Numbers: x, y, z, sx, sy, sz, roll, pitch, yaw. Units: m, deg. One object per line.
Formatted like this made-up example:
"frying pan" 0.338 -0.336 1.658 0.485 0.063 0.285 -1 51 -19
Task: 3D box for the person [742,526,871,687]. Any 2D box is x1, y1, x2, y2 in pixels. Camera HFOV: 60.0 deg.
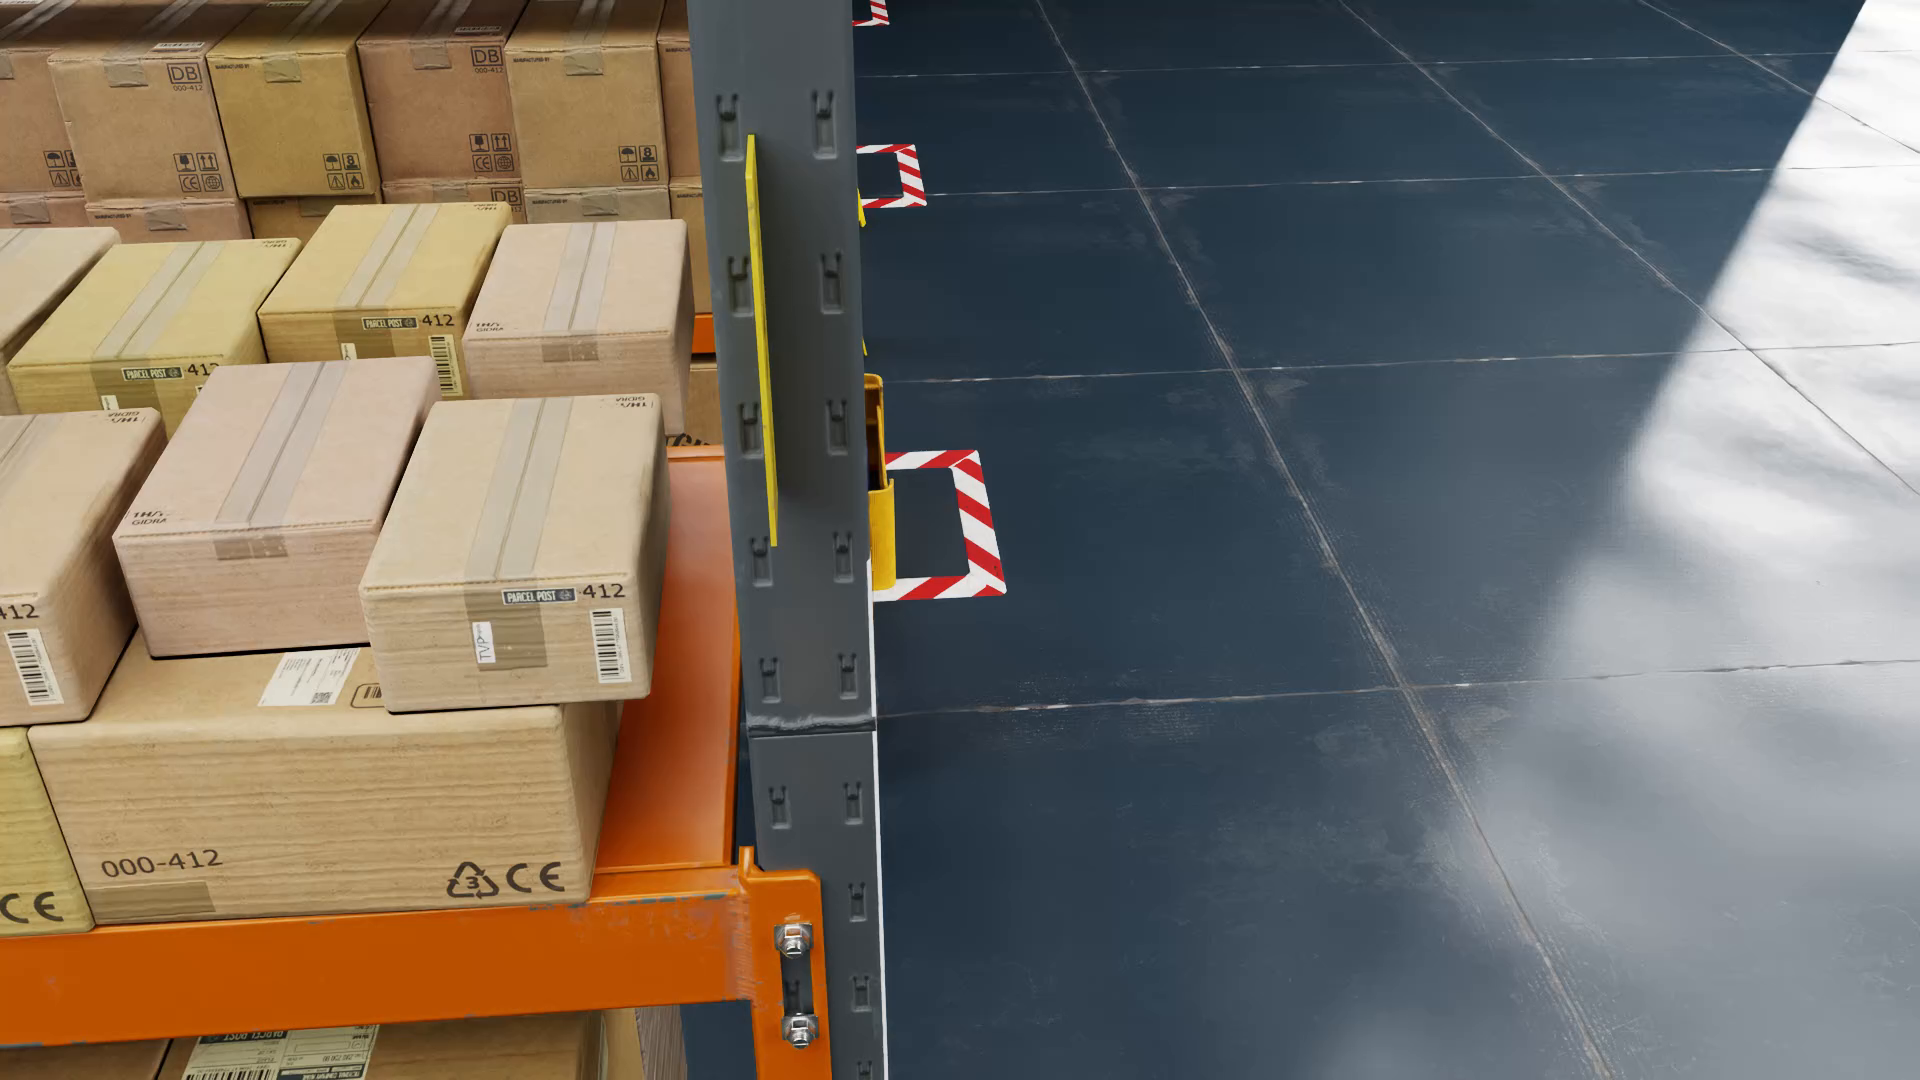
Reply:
"person" -0.561 0.151 5.878 0.500 1.678 0.481 3 31 5
